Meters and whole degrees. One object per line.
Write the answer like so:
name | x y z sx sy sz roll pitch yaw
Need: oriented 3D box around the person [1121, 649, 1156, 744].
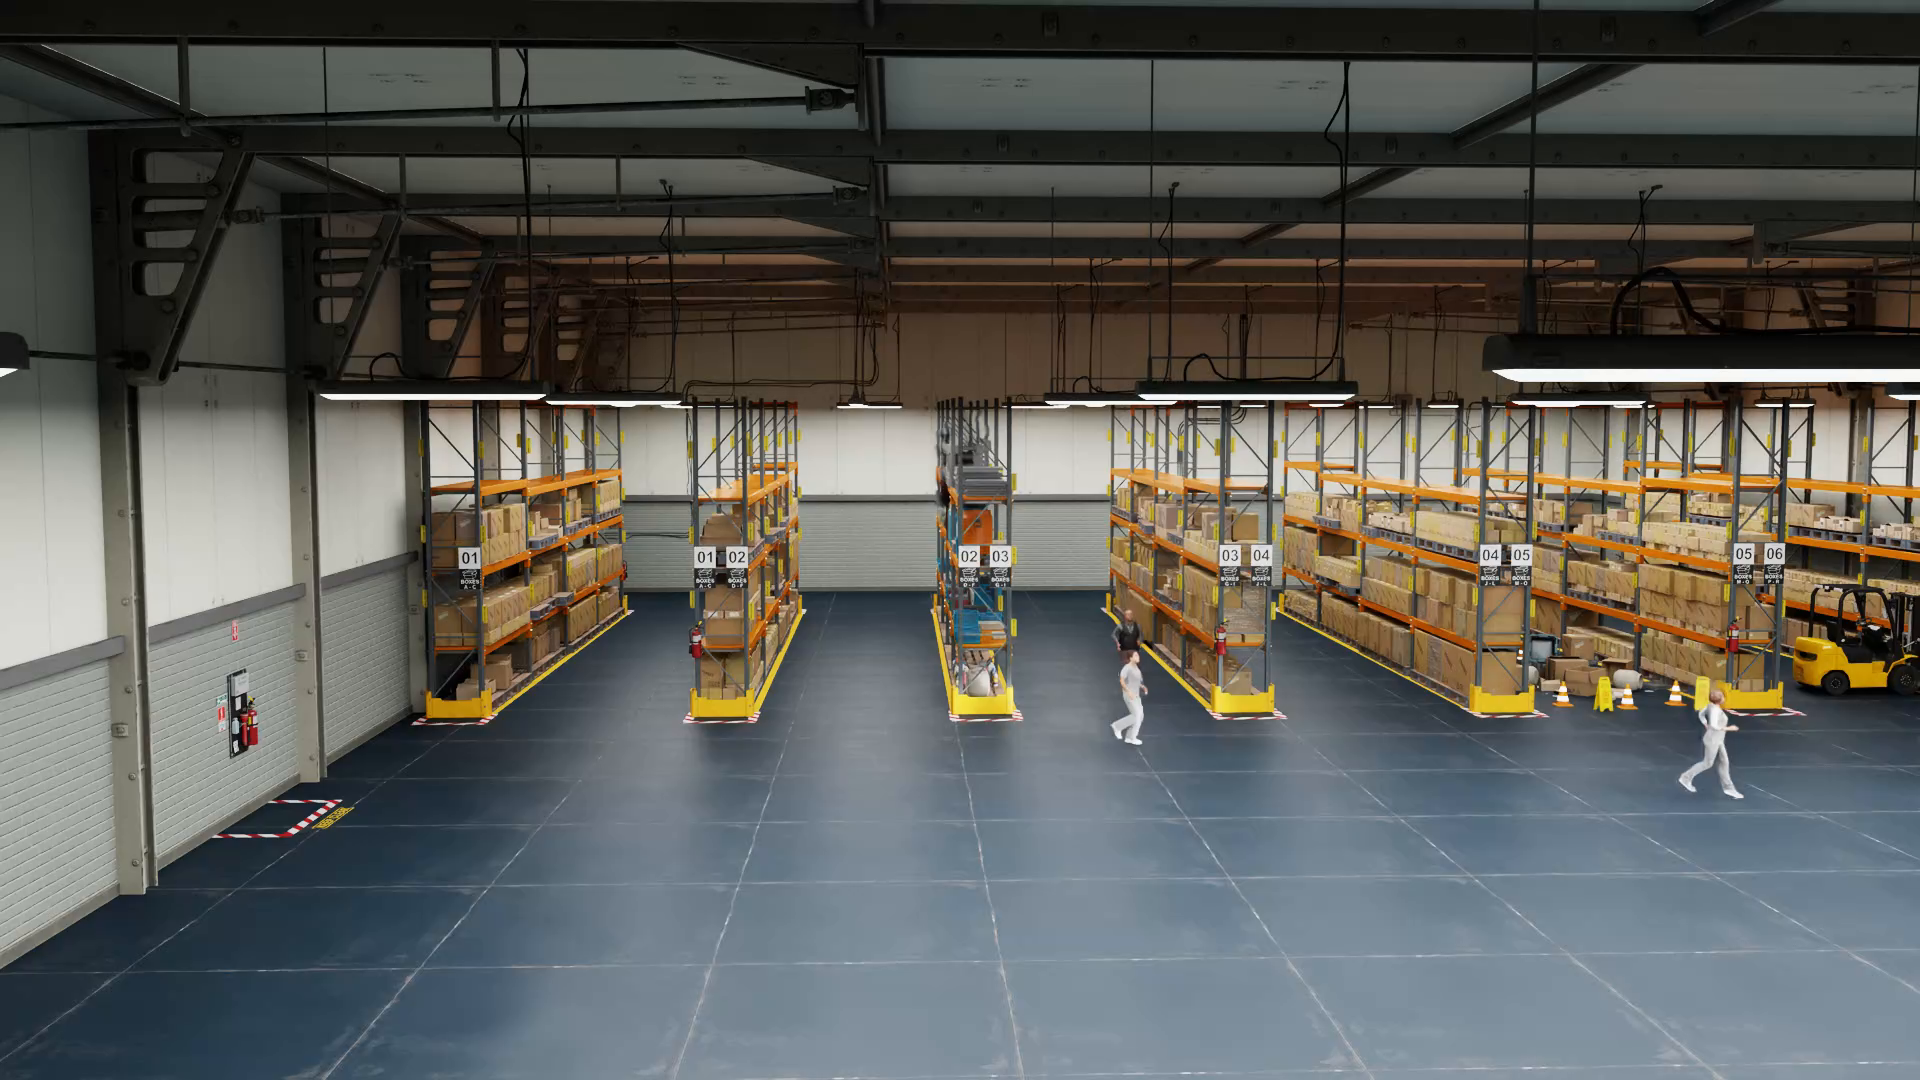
person | 3.079 2.695 28.639 0.549 1.638 0.576 2 5 28

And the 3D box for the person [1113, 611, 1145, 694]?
person | 3.441 2.279 33.769 0.659 1.671 0.614 -1 4 -10

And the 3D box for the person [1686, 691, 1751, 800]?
person | 11.221 3.021 24.558 0.885 1.592 0.545 2 5 27

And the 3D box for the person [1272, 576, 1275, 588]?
person | 8.169 1.424 44.948 0.661 1.699 0.673 0 4 -1
